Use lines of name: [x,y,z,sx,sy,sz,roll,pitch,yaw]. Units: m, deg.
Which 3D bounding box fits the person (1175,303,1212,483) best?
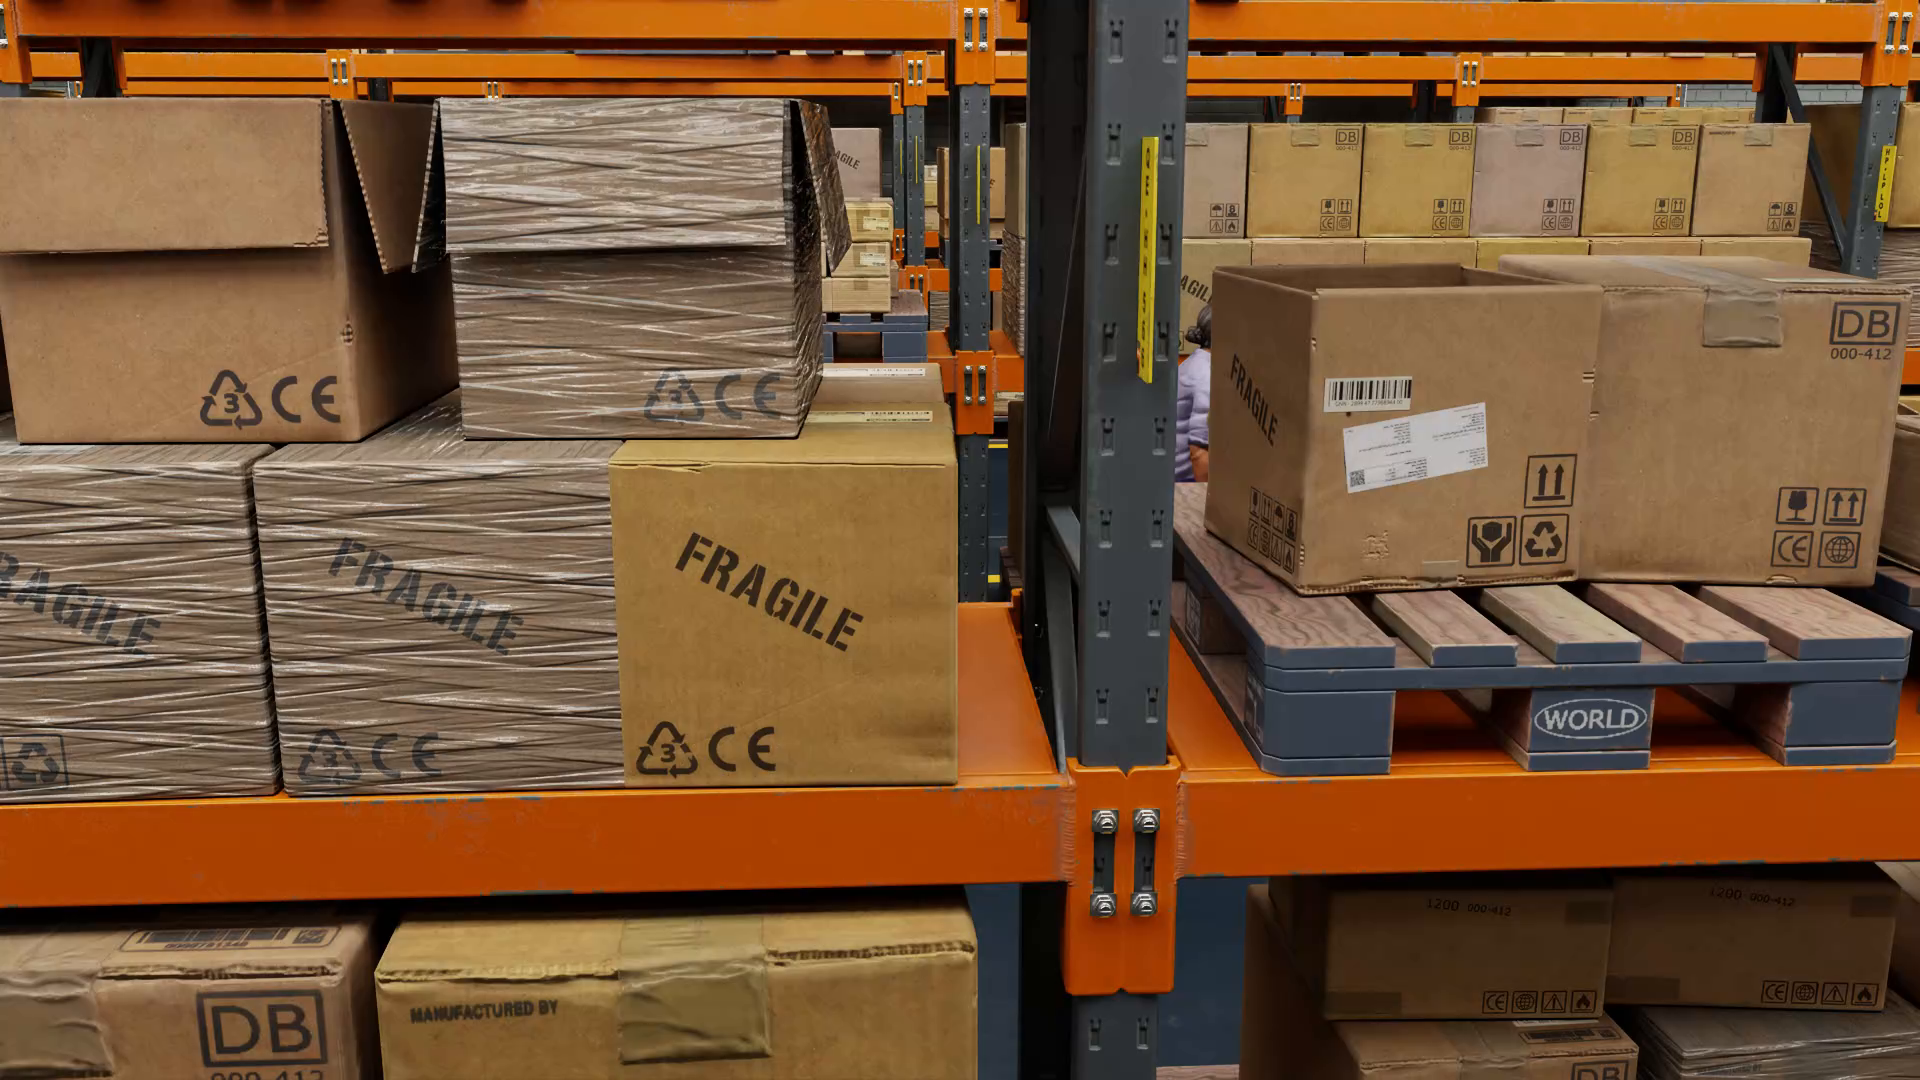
person: [0.920,-0.087,6.367,0.376,1.652,0.530,-1,14,-4]
